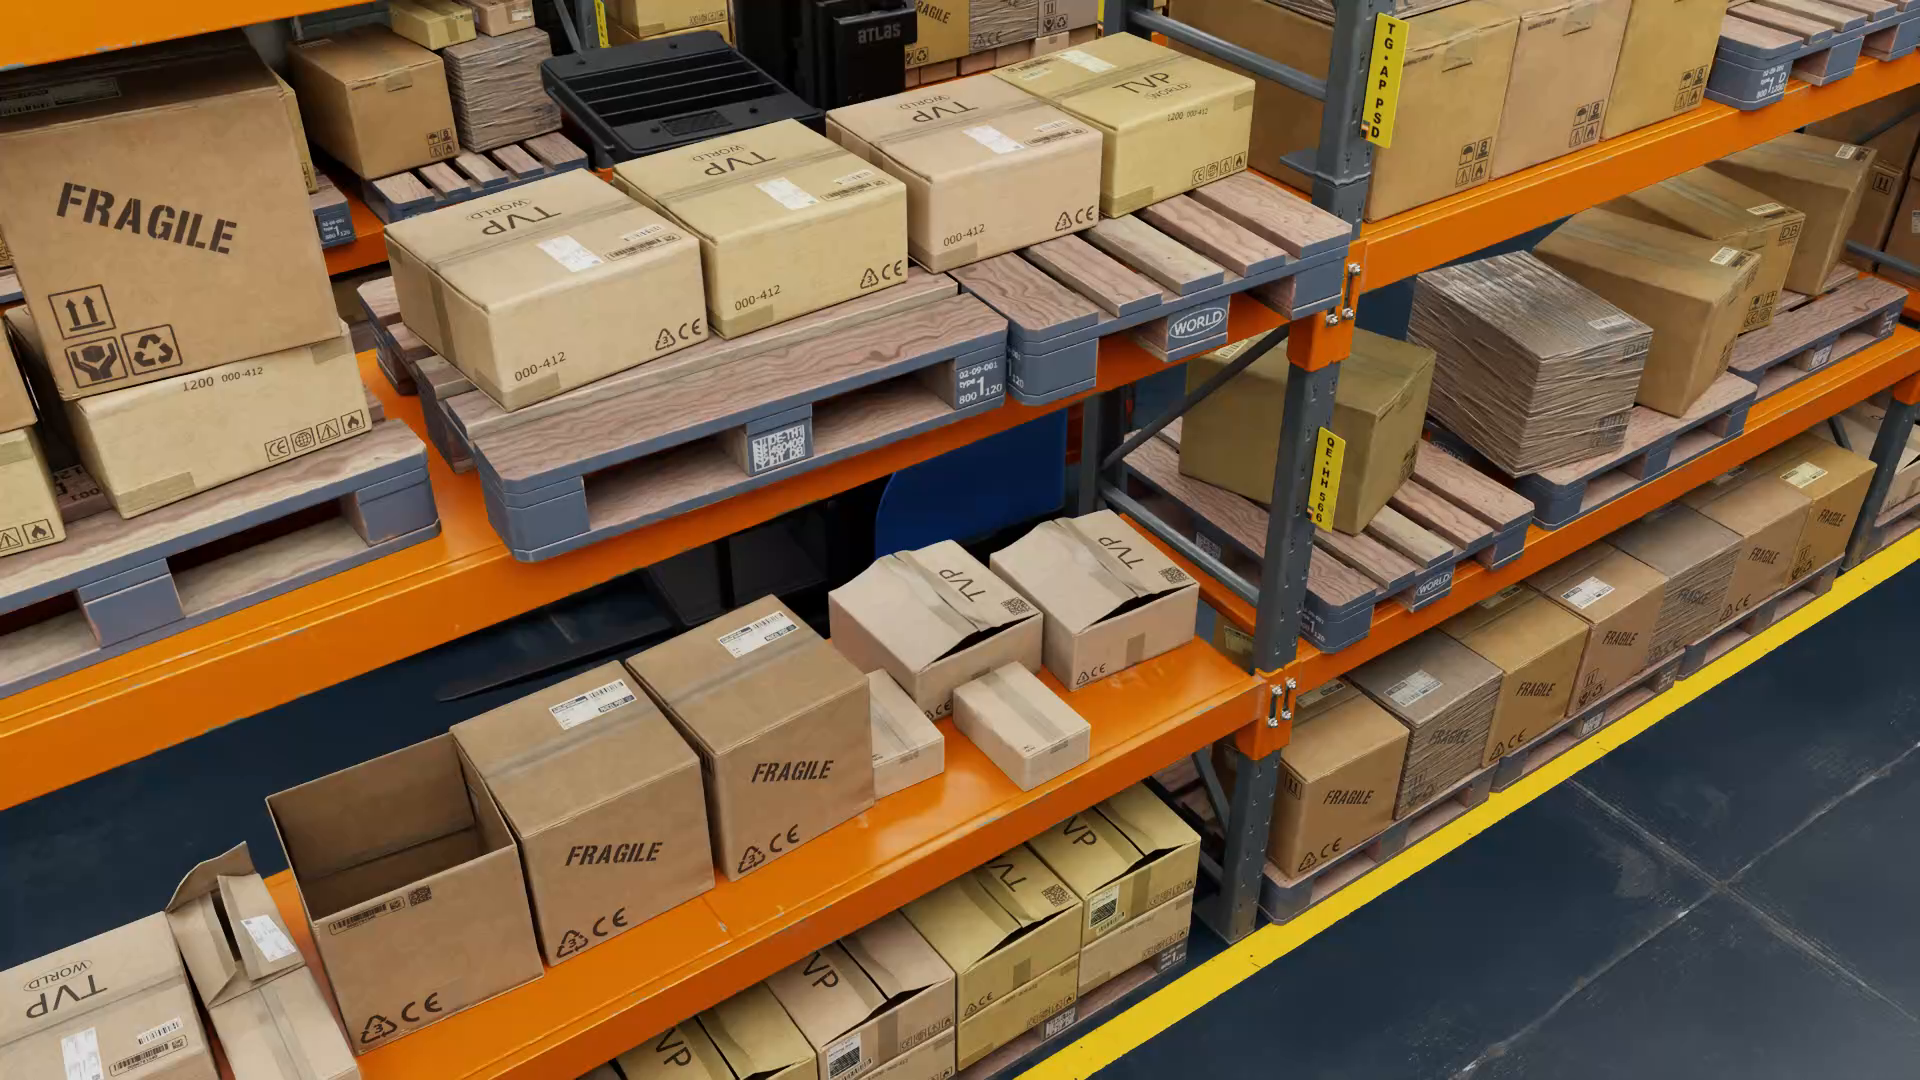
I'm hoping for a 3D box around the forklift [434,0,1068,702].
[{"bbox_3d":[-1.025,-0.940,7.047,3.031,2.935,1.130,-18,40,-24],"label":"forklift"}]

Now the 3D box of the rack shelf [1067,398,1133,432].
[{"bbox_3d":[0.584,-0.626,8.209,0.480,0.148,0.258,-18,40,-24],"label":"rack shelf"}]

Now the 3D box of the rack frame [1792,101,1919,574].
[{"bbox_3d":[4.032,-1.315,7.510,0.127,3.000,1.000,-22,41,-28],"label":"rack frame"}]

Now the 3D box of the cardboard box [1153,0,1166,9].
[{"bbox_3d":[0.943,-3.572,10.290,0.500,0.500,0.500,-23,42,-29],"label":"cardboard box"}]

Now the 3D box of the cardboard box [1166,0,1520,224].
[{"bbox_3d":[1.099,-1.391,4.960,0.500,0.500,0.910,-22,41,-28],"label":"cardboard box"}]

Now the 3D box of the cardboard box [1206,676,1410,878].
[{"bbox_3d":[1.299,0.850,6.264,0.500,0.500,0.500,-21,41,-26],"label":"cardboard box"}]

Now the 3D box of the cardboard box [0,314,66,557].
[{"bbox_3d":[-1.998,-0.154,3.095,0.500,0.250,0.500,-18,39,-23],"label":"cardboard box"}]

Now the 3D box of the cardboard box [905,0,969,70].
[{"bbox_3d":[-0.289,-3.060,9.579,0.500,0.500,0.500,-21,41,-27],"label":"cardboard box"}]

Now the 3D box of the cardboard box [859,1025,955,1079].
[{"bbox_3d":[-0.360,1.612,5.435,0.500,0.250,0.500,-21,41,-27],"label":"cardboard box"}]

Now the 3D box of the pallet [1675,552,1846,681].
[{"bbox_3d":[3.388,0.109,7.918,1.213,0.211,1.003,-22,41,-28],"label":"pallet"}]

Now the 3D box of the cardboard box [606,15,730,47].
[{"bbox_3d":[-1.550,-2.543,8.860,0.500,0.500,0.500,-21,41,-27],"label":"cardboard box"}]

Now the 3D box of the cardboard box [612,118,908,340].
[{"bbox_3d":[-0.469,-0.746,3.918,0.500,0.250,0.500,-23,42,-29],"label":"cardboard box"}]

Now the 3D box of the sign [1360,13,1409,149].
[{"bbox_3d":[1.075,-1.162,4.217,0.005,0.325,0.100,-22,41,-28],"label":"sign"}]

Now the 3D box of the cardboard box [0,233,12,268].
[{"bbox_3d":[-4.468,-1.546,7.368,0.500,0.500,0.700,-18,39,-23],"label":"cardboard box"}]

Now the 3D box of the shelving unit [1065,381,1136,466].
[{"bbox_3d":[0.584,-0.681,8.169,0.503,1.200,0.258,-18,40,-24],"label":"shelving unit"}]

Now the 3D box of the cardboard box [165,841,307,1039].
[{"bbox_3d":[-1.895,1.047,4.341,0.258,0.266,0.396,-23,42,-29],"label":"cardboard box"}]

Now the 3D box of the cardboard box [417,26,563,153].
[{"bbox_3d":[-2.473,-2.389,8.540,0.500,0.500,0.700,-28,44,-33],"label":"cardboard box"}]

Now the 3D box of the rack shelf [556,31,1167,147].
[{"bbox_3d":[-0.460,-2.713,10.070,4.000,0.370,1.077,-22,41,-28],"label":"rack shelf"}]

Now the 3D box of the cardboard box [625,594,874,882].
[{"bbox_3d":[-0.600,0.562,4.814,0.500,0.500,0.500,-25,42,-30],"label":"cardboard box"}]

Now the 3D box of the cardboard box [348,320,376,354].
[{"bbox_3d":[-3.141,-1.112,8.991,0.500,0.500,0.700,-22,41,-28],"label":"cardboard box"}]

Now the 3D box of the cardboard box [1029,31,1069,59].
[{"bbox_3d":[0.449,-3.057,10.129,0.250,0.149,0.380,-22,41,-28],"label":"cardboard box"}]

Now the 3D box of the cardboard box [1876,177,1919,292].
[{"bbox_3d":[4.605,-1.397,7.538,0.500,0.500,0.500,-21,41,-27],"label":"cardboard box"}]

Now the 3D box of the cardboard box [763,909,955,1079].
[{"bbox_3d":[-0.360,1.388,5.266,0.500,0.311,0.500,-23,41,-28],"label":"cardboard box"}]

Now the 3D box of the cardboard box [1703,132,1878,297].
[{"bbox_3d":[3.515,-1.474,7.285,0.700,0.500,0.500,22,41,28],"label":"cardboard box"}]

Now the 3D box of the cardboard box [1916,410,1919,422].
[{"bbox_3d":[5.201,-0.677,8.672,0.250,0.166,0.380,-22,41,-28],"label":"cardboard box"}]

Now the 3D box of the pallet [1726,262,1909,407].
[{"bbox_3d":[3.316,-1.021,7.264,1.213,0.211,1.003,-22,41,-28],"label":"pallet"}]

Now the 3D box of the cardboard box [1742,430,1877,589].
[{"bbox_3d":[3.793,-0.176,7.690,0.500,0.500,0.500,-23,41,-28],"label":"cardboard box"}]

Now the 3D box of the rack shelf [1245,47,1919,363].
[{"bbox_3d":[2.397,-1.568,5.909,4.000,0.370,1.077,-22,41,-28],"label":"rack shelf"}]

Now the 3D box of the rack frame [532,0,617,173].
[{"bbox_3d":[-2.095,-2.333,8.924,0.127,3.000,1.000,-22,41,-28],"label":"rack frame"}]

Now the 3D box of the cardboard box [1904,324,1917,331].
[{"bbox_3d":[5.564,-1.115,8.992,0.637,0.503,0.797,-22,41,-28],"label":"cardboard box"}]

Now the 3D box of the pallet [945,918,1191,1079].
[{"bbox_3d":[0.067,1.421,6.094,1.213,0.211,1.003,-22,41,-28],"label":"pallet"}]

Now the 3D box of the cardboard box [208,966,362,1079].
[{"bbox_3d":[-1.666,1.277,4.120,0.250,0.149,0.380,-22,41,-28],"label":"cardboard box"}]

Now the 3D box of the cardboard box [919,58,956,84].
[{"bbox_3d":[-0.226,-2.845,9.835,0.250,0.149,0.380,-21,41,-27],"label":"cardboard box"}]

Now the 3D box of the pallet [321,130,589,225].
[{"bbox_3d":[-2.616,-1.964,8.577,1.003,0.211,1.213,-22,41,-28],"label":"pallet"}]

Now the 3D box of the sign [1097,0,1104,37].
[{"bbox_3d":[0.451,-1.657,4.973,0.005,0.325,0.100,-22,41,-28],"label":"sign"}]

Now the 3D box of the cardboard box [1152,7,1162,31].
[{"bbox_3d":[1.062,-3.336,10.517,0.250,0.149,0.380,-22,41,-27],"label":"cardboard box"}]

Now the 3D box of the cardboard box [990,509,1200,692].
[{"bbox_3d":[0.439,0.168,5.524,0.500,0.311,0.500,-20,40,-25],"label":"cardboard box"}]

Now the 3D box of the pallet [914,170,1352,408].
[{"bbox_3d":[0.259,-0.840,4.442,1.003,0.211,1.213,-20,40,-26],"label":"pallet"}]

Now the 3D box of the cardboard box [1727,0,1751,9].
[{"bbox_3d":[2.489,-2.200,5.641,0.600,0.600,0.600,-24,42,-30],"label":"cardboard box"}]

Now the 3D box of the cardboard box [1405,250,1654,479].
[{"bbox_3d":[2.069,-0.663,6.158,0.500,0.500,0.700,-15,38,-19],"label":"cardboard box"}]

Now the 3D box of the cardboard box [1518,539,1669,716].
[{"bbox_3d":[2.560,0.327,6.991,0.500,0.500,0.500,-24,42,-29],"label":"cardboard box"}]
